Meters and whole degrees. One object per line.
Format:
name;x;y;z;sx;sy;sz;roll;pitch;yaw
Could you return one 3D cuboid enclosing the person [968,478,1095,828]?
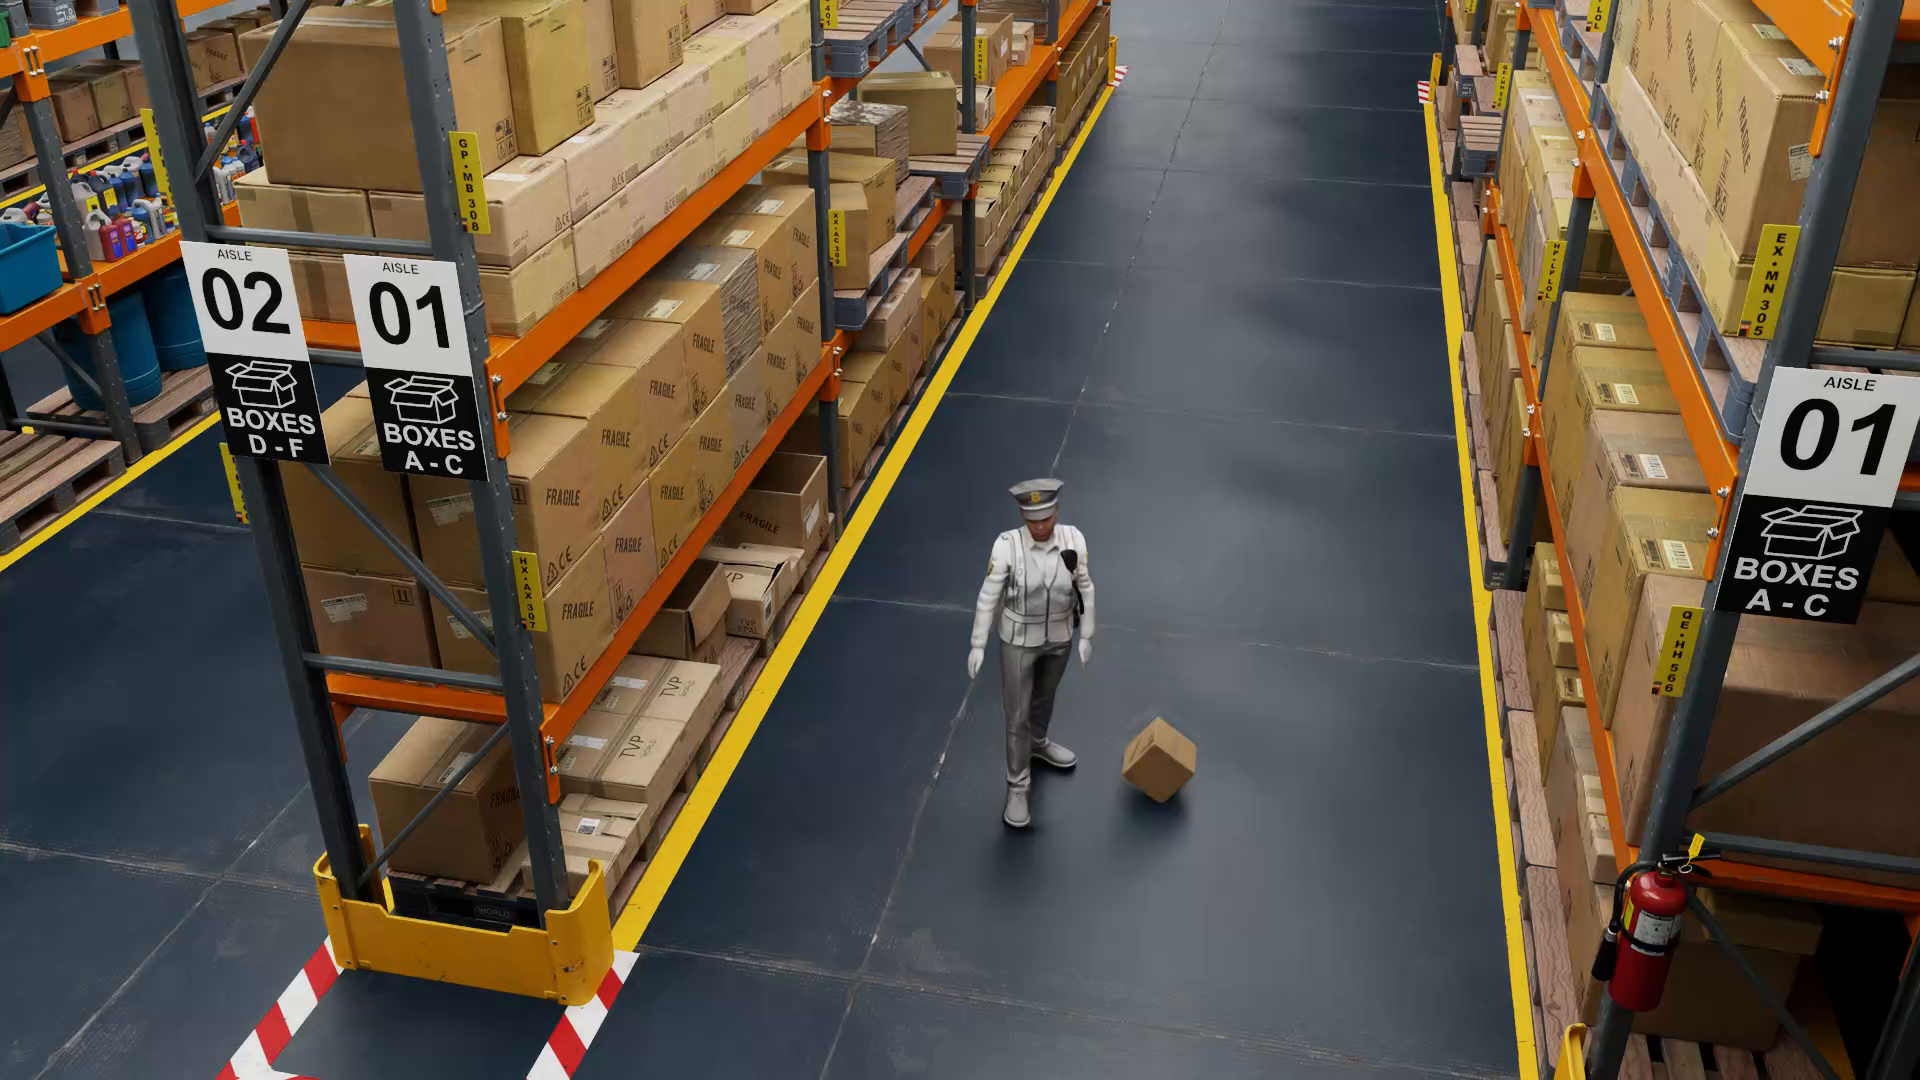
person;0.337;0.479;7.704;0.620;1.662;0.612;-9;30;-15
